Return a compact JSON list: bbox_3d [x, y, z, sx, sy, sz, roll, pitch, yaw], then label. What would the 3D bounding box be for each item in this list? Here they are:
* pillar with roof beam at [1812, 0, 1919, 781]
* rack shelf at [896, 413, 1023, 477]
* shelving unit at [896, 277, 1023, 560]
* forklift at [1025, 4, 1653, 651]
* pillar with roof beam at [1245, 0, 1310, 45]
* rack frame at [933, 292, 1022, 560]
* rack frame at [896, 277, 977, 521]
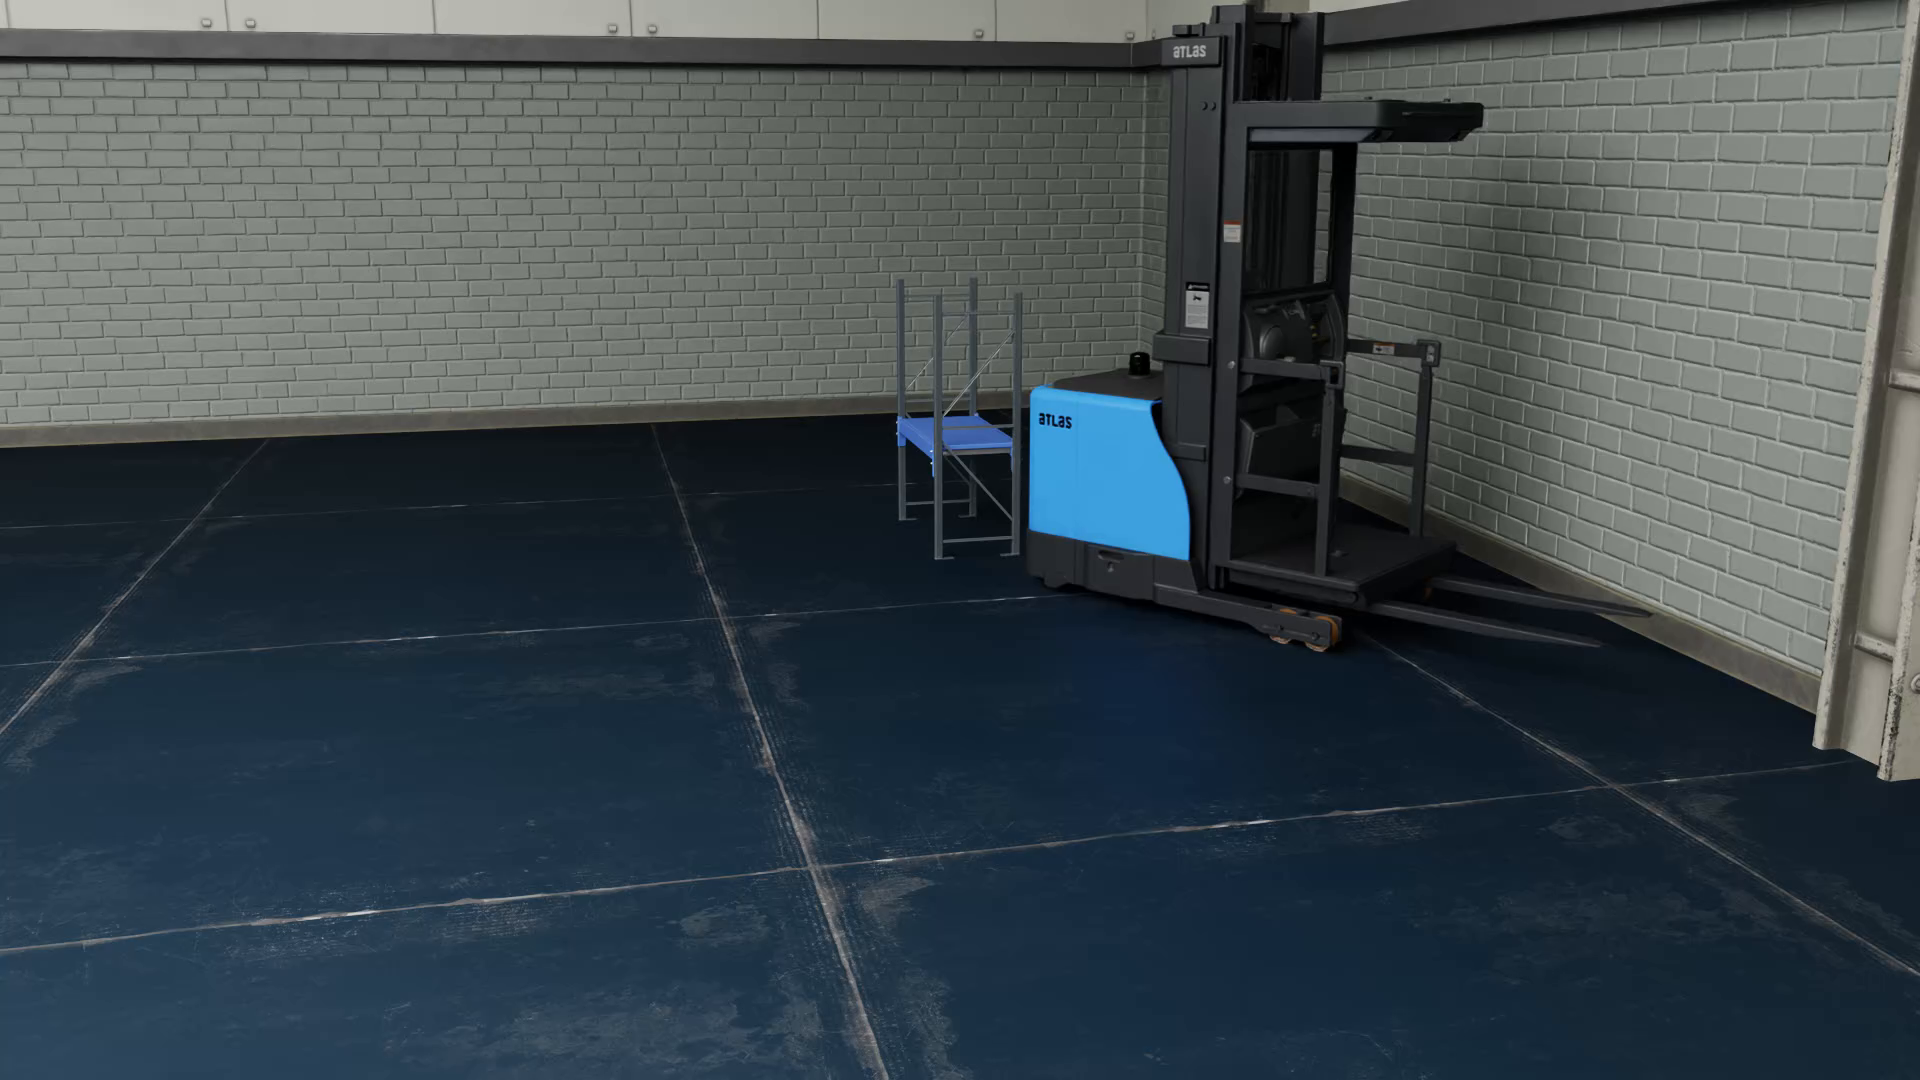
[{"bbox_3d":[-0.610,-3.282,4.398,9.100,9.000,0.400,-3,14,-13],"label":"pillar with roof beam"},{"bbox_3d":[-0.020,-0.574,9.872,0.538,0.185,1.000,-3,14,-13],"label":"rack shelf"},{"bbox_3d":[-0.020,-0.748,9.830,0.538,1.500,1.048,-3,14,-13],"label":"shelving unit"},{"bbox_3d":[1.801,-1.042,8.018,3.031,2.935,1.130,11,18,39],"label":"forklift"},{"bbox_3d":[-2.019,-4.666,10.064,9.100,9.000,0.400,-3,14,-13],"label":"pillar with roof beam"},{"bbox_3d":[0.099,-0.631,9.350,0.500,1.500,0.032,-3,14,-13],"label":"rack frame"},{"bbox_3d":[-0.139,-0.866,10.310,0.500,1.500,0.032,-3,14,-13],"label":"rack frame"}]
